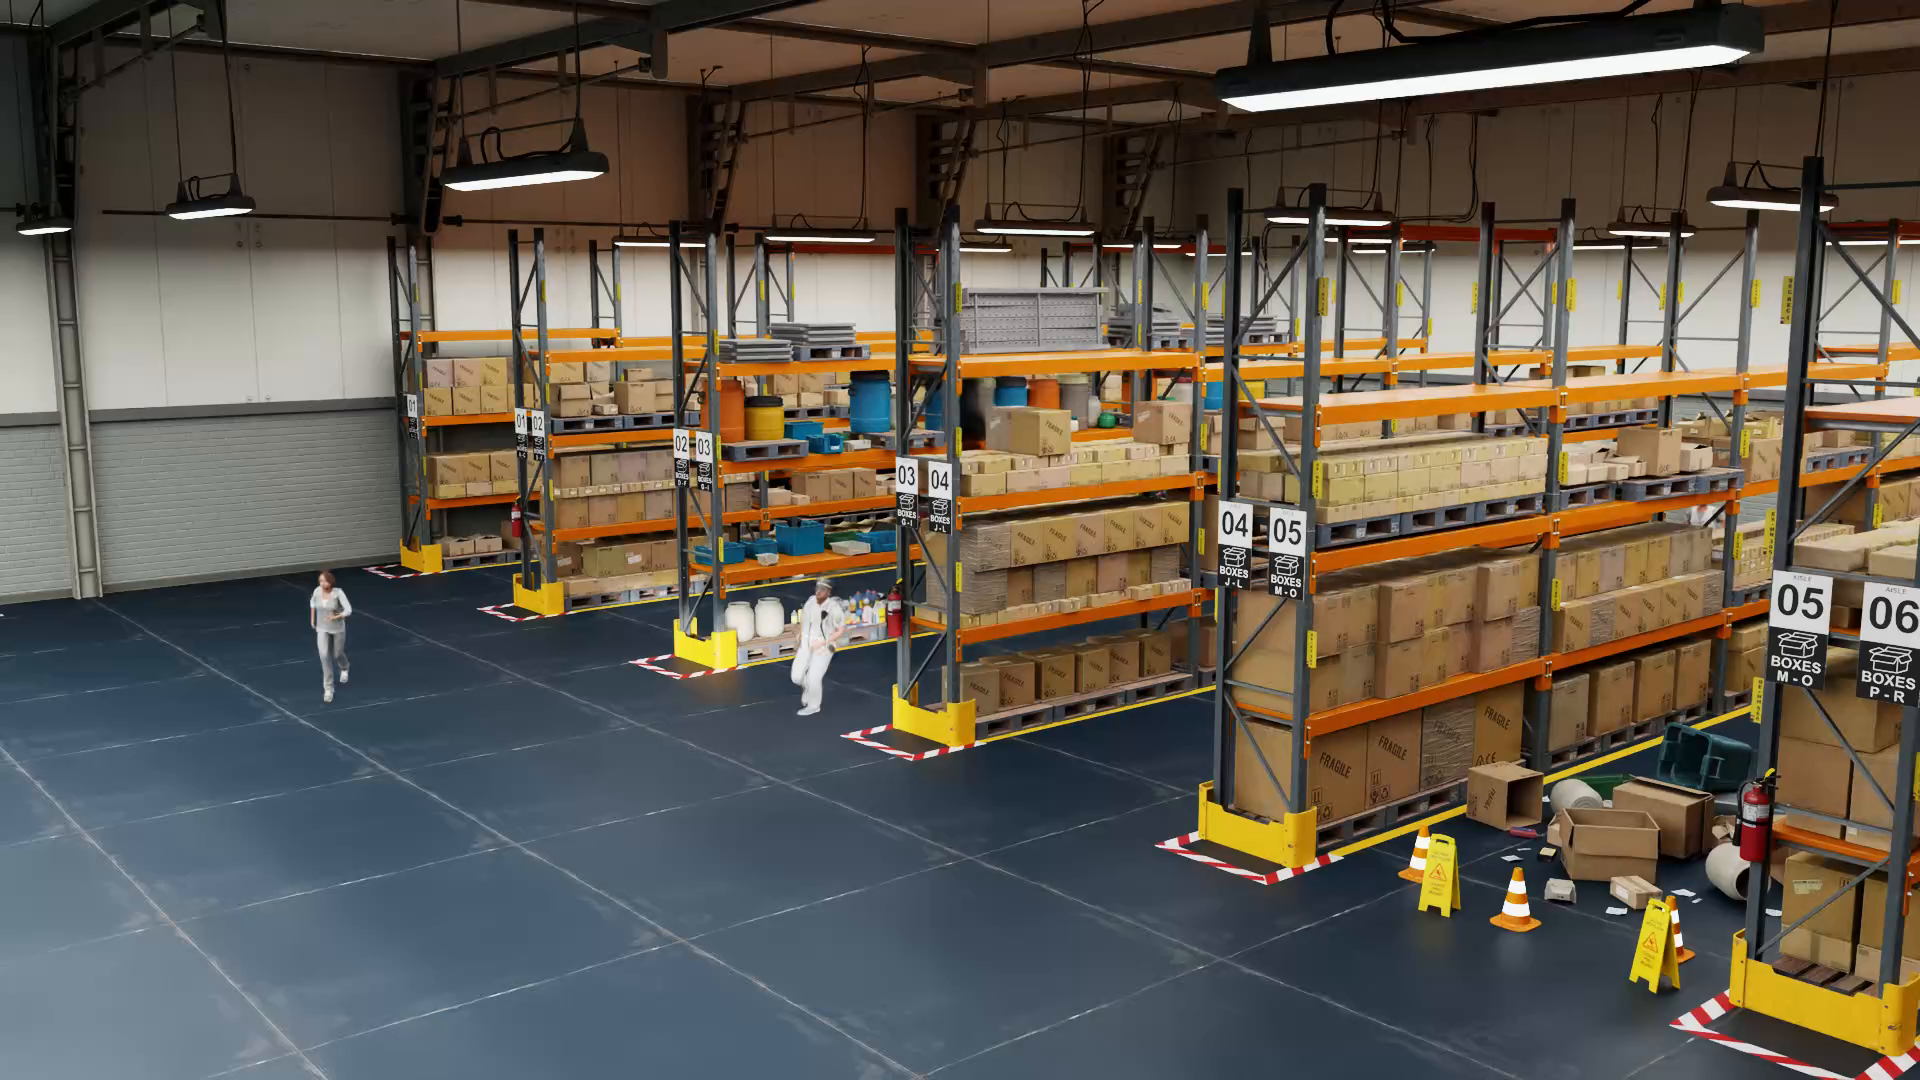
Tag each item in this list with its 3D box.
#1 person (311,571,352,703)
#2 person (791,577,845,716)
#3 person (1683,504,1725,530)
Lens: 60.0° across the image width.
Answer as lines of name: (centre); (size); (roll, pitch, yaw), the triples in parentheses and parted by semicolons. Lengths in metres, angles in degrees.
person: (-7.928, 1.166, 21.004); (0.557, 1.609, 0.912); (-1, 9, -3)
person: (-1.696, 1.276, 19.949); (0.716, 1.731, 0.547); (5, 10, 29)
person: (12.380, 0.036, 27.801); (0.651, 1.746, 0.604); (7, 11, 40)
